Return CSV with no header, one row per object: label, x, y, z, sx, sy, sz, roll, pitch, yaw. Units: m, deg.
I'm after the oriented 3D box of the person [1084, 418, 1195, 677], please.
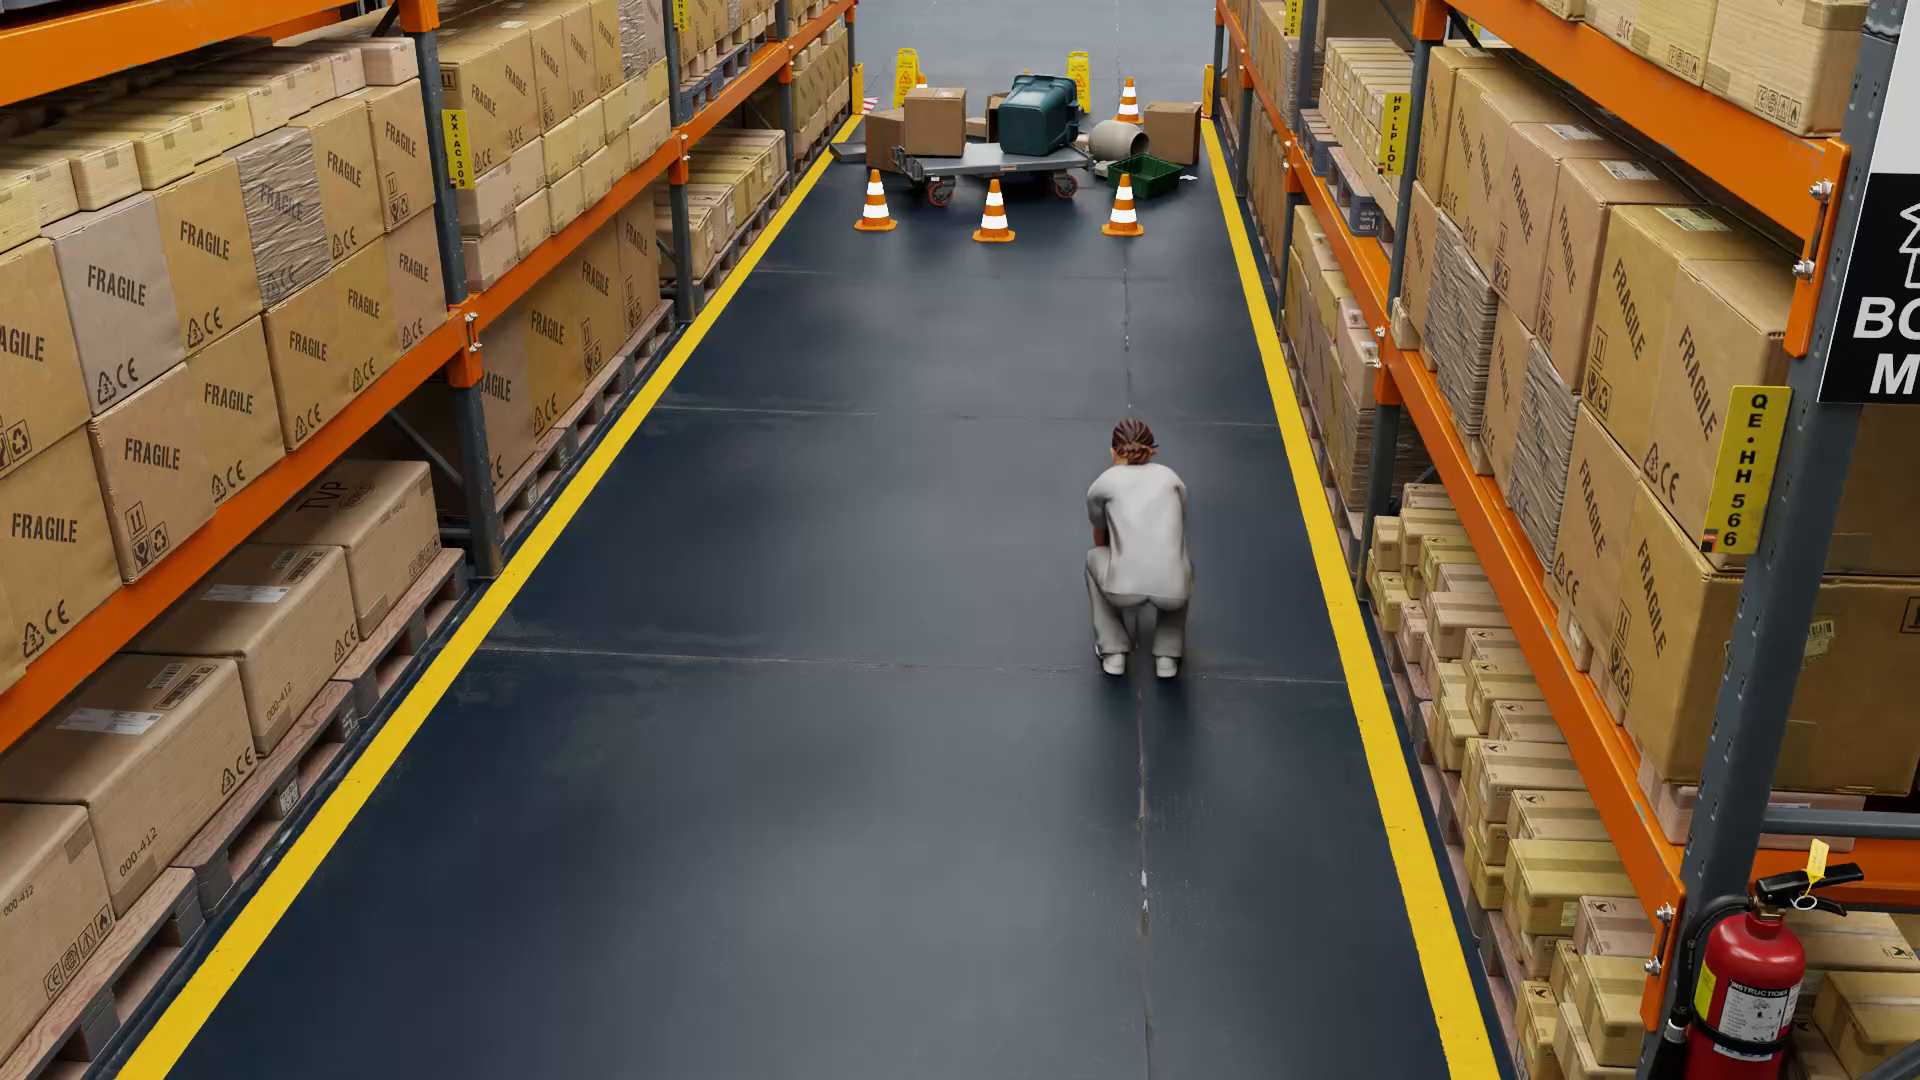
person,0.755,0.022,6.944,0.465,0.947,0.823,1,25,3
